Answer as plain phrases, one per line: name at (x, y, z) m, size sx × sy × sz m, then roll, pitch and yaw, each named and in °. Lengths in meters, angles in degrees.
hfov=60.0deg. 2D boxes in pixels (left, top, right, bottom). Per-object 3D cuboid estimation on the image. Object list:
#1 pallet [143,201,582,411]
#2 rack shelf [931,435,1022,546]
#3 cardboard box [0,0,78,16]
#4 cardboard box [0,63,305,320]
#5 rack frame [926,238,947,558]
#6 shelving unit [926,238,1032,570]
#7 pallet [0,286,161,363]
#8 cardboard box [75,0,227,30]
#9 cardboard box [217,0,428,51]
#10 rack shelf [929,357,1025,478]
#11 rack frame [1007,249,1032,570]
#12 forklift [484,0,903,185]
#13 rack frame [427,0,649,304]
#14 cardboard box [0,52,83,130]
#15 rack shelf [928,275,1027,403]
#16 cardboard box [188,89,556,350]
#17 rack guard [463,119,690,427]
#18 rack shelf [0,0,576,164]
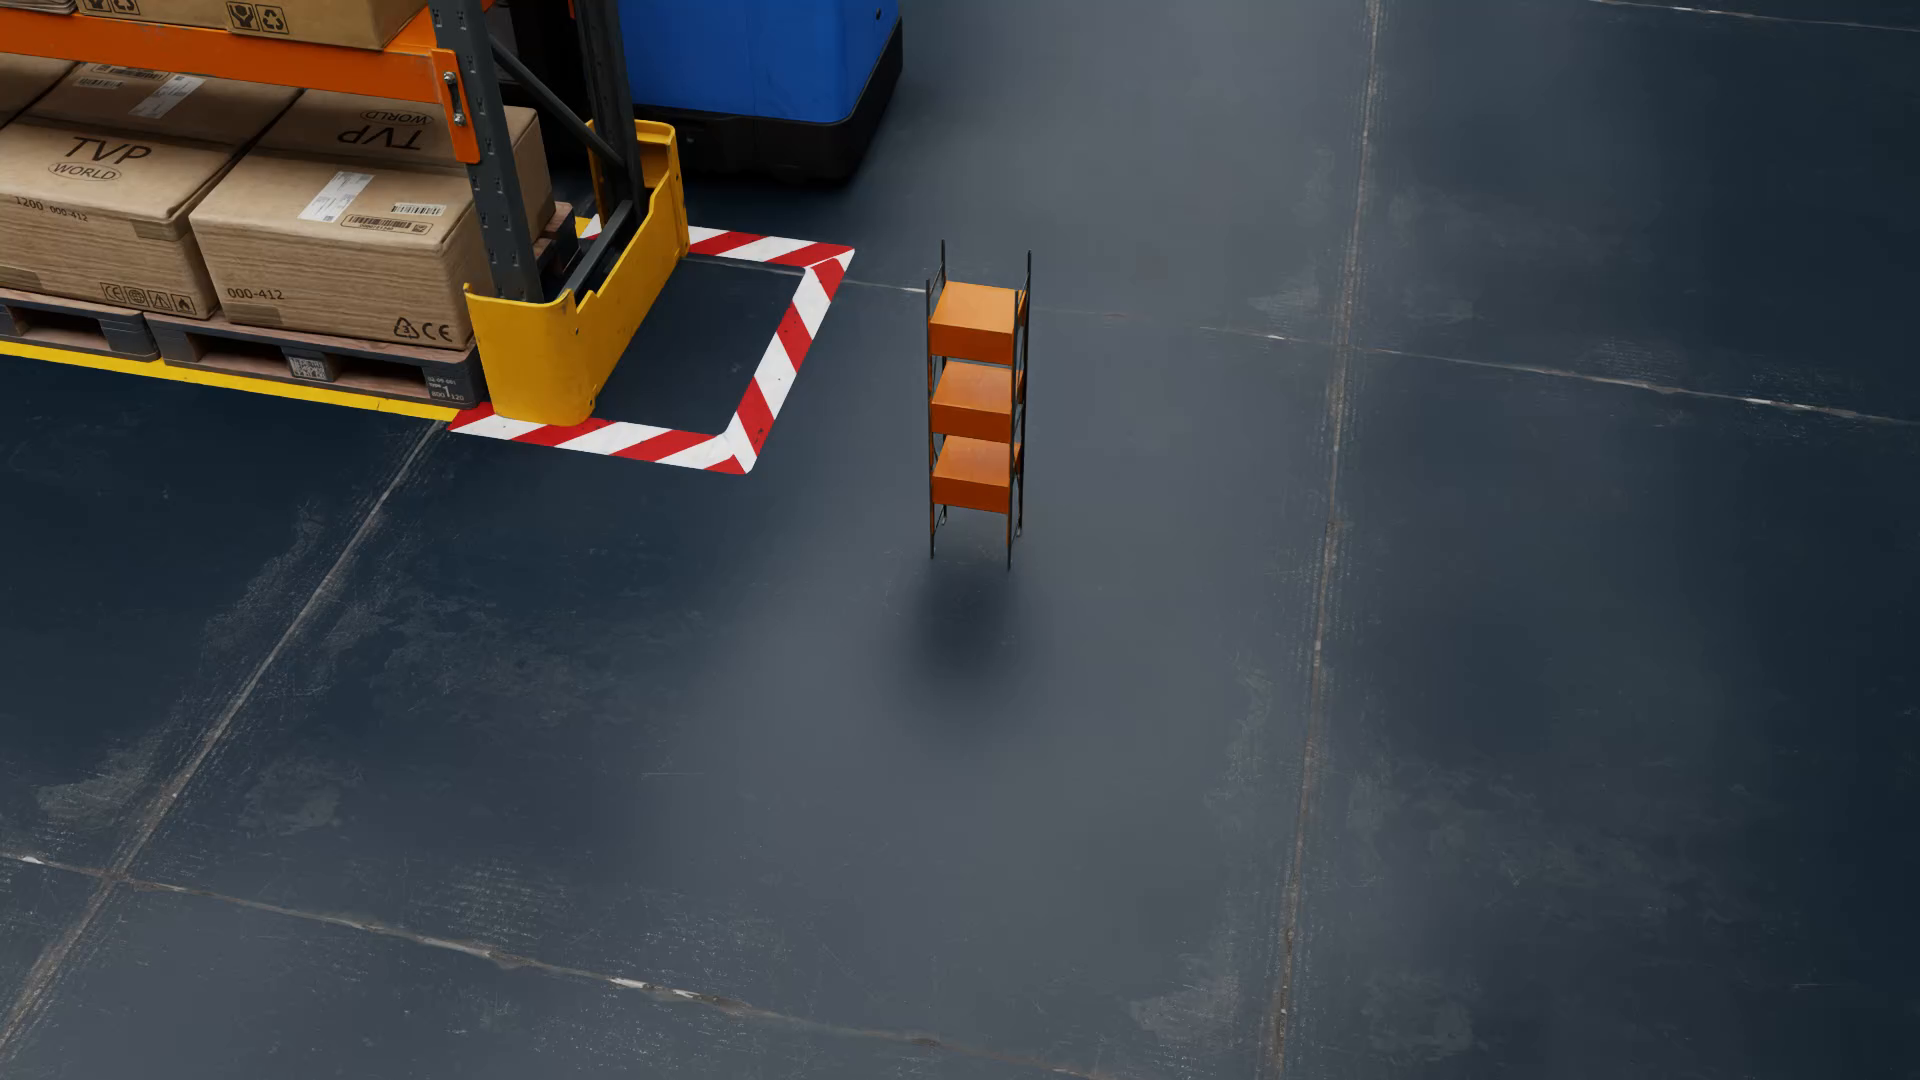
pallet at (-2.145, -0.944, 6.079) m, size 1.213 × 0.211 × 1.003 m, roll 9°, pitch 45°, yaw 9°
rack shelf at (0.052, -0.162, 5.078) m, size 0.240 × 0.259 × 0.215 m, roll 9°, pitch 45°, yaw 9°
cardboard box at (-2.867, -1.968, 5.060) m, size 0.500 × 0.500 × 0.500 m, roll 10°, pitch 45°, yaw 10°
cardboard box at (-2.908, -1.274, 5.956) m, size 0.875 × 0.438 × 0.875 m, roll 10°, pitch 45°, yaw 10°
rack frame at (-0.067, -0.389, 4.897) m, size 0.008 × 1.050 × 0.200 m, roll 9°, pitch 45°, yaw 9°
shelving unit at (0.052, -0.370, 4.877) m, size 0.252 × 1.050 × 0.215 m, roll 9°, pitch 45°, yaw 9°
pallet at (-3.332, -1.131, 6.273) m, size 1.213 × 0.211 × 1.003 m, roll 9°, pitch 45°, yaw 9°
cardboard box at (-2.363, -1.897, 4.986) m, size 0.500 × 0.500 × 0.500 m, roll 8°, pitch 44°, yaw 8°
cardboard box at (-1.876, -1.811, 4.896) m, size 0.500 × 0.500 × 0.500 m, roll 9°, pitch 45°, yaw 9°
rack shelf at (0.052, -0.363, 4.885) m, size 0.240 × 0.259 × 0.215 m, roll 9°, pitch 45°, yaw 9°
rack frame at (0.171, -0.352, 4.858) m, size 0.008 × 1.050 × 0.200 m, roll 9°, pitch 45°, yaw 9°
forklift at (-1.820, -3.001, 6.254) m, size 3.031 × 2.935 × 1.130 m, roll 8°, pitch 44°, yaw 8°
rack frame at (-1.348, -1.881, 5.041) m, size 0.127 × 3.000 × 1.000 m, roll 9°, pitch 45°, yaw 9°
cardboard box at (-3.788, -1.412, 6.099) m, size 0.875 × 0.438 × 0.875 m, roll 8°, pitch 44°, yaw 8°
rack shelf at (0.052, -0.567, 4.688) m, size 0.240 × 0.259 × 0.215 m, roll 9°, pitch 45°, yaw 9°
cardboard box at (-2.014, -1.142, 5.818) m, size 0.875 × 0.438 × 0.875 m, roll 7°, pitch 44°, yaw 8°
rack guard at (-1.324, -0.977, 5.904) m, size 0.348 × 0.500 × 1.175 m, roll 9°, pitch 45°, yaw 9°
rack shelf at (-3.299, -1.925, 5.605) m, size 4.000 × 0.370 × 1.077 m, roll 9°, pitch 45°, yaw 9°
